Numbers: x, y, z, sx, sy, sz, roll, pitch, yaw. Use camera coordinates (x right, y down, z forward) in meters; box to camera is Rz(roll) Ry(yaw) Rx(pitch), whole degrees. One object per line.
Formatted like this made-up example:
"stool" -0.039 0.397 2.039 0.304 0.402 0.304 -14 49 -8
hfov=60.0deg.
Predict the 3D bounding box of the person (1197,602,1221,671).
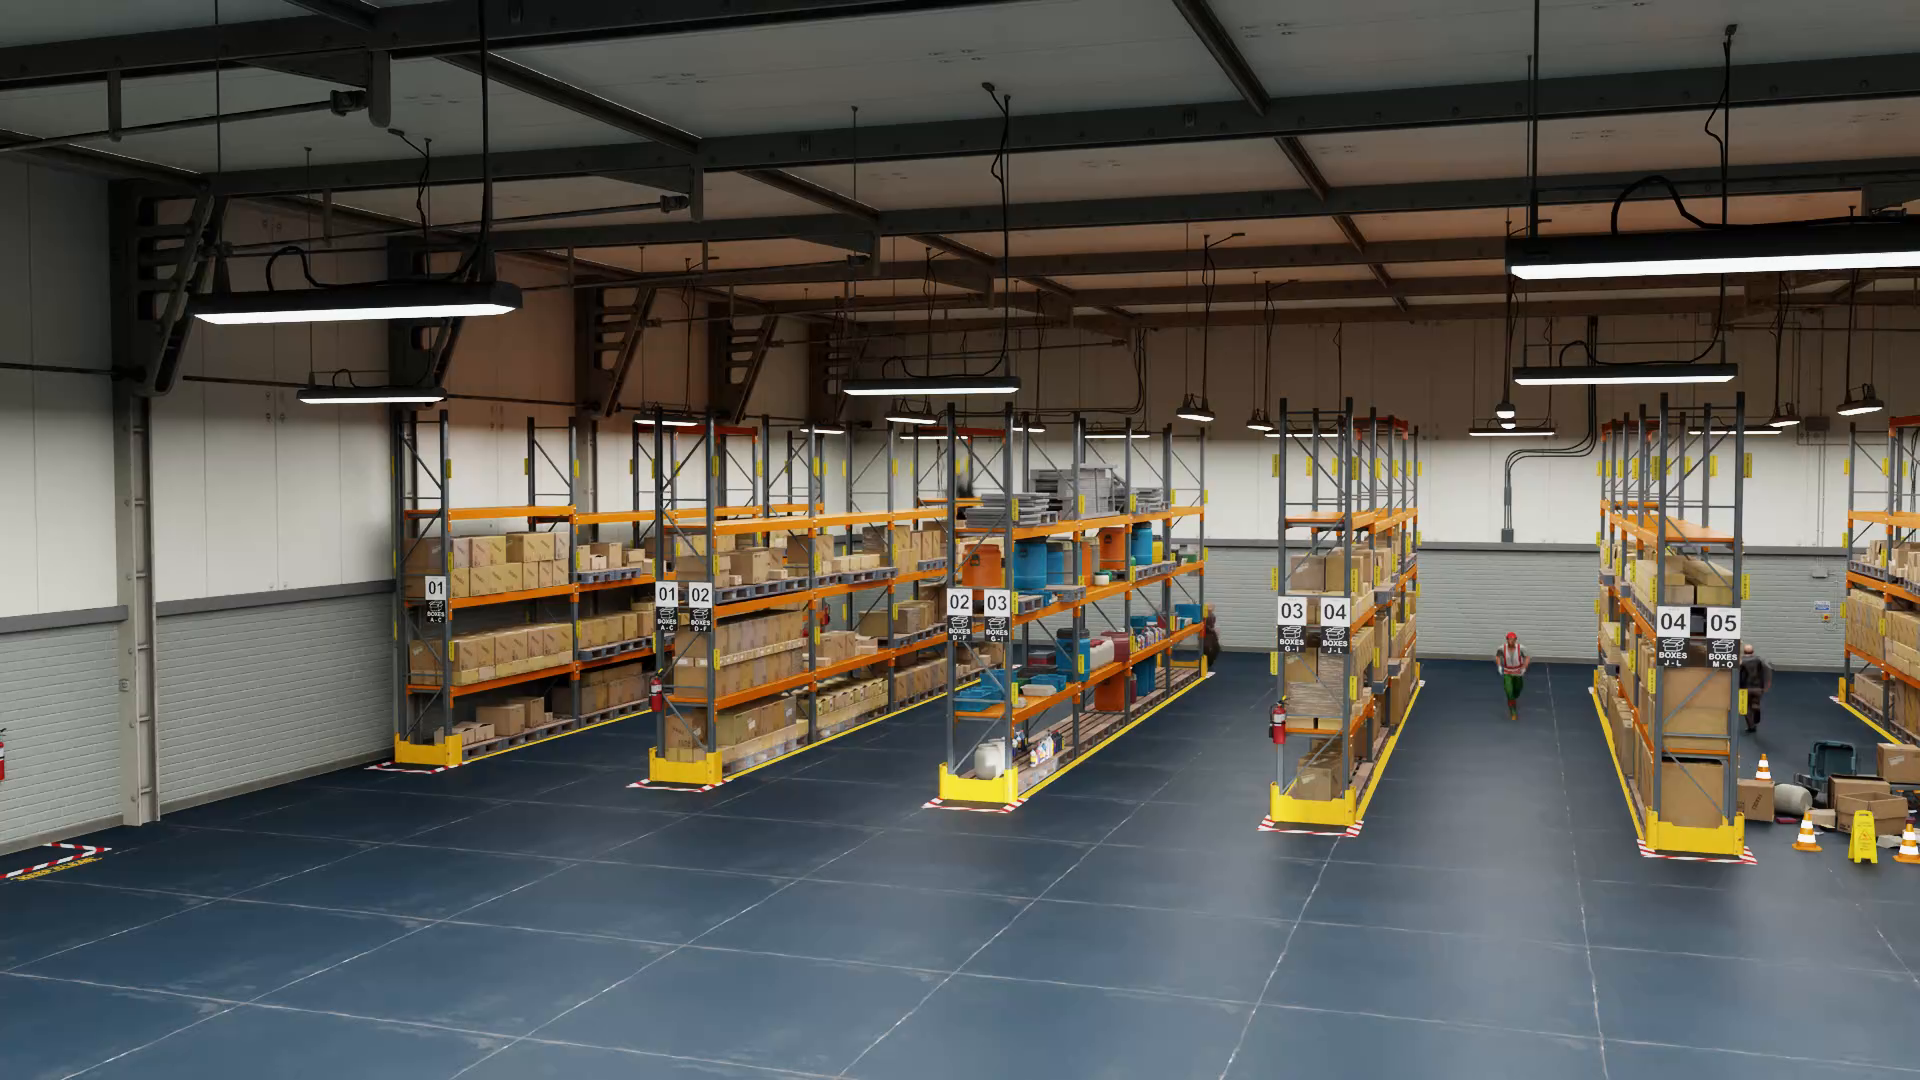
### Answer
"person" 6.081 2.398 41.034 0.738 1.760 0.710 1 3 30

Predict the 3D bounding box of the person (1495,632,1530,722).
"person" 11.078 2.710 33.368 0.659 1.772 1.044 1 3 15

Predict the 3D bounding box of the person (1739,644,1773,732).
"person" 15.038 2.830 31.597 0.693 1.678 0.685 1 2 12

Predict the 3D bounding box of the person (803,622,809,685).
"person" -3.477 2.610 37.767 0.694 1.552 0.886 0 2 1
